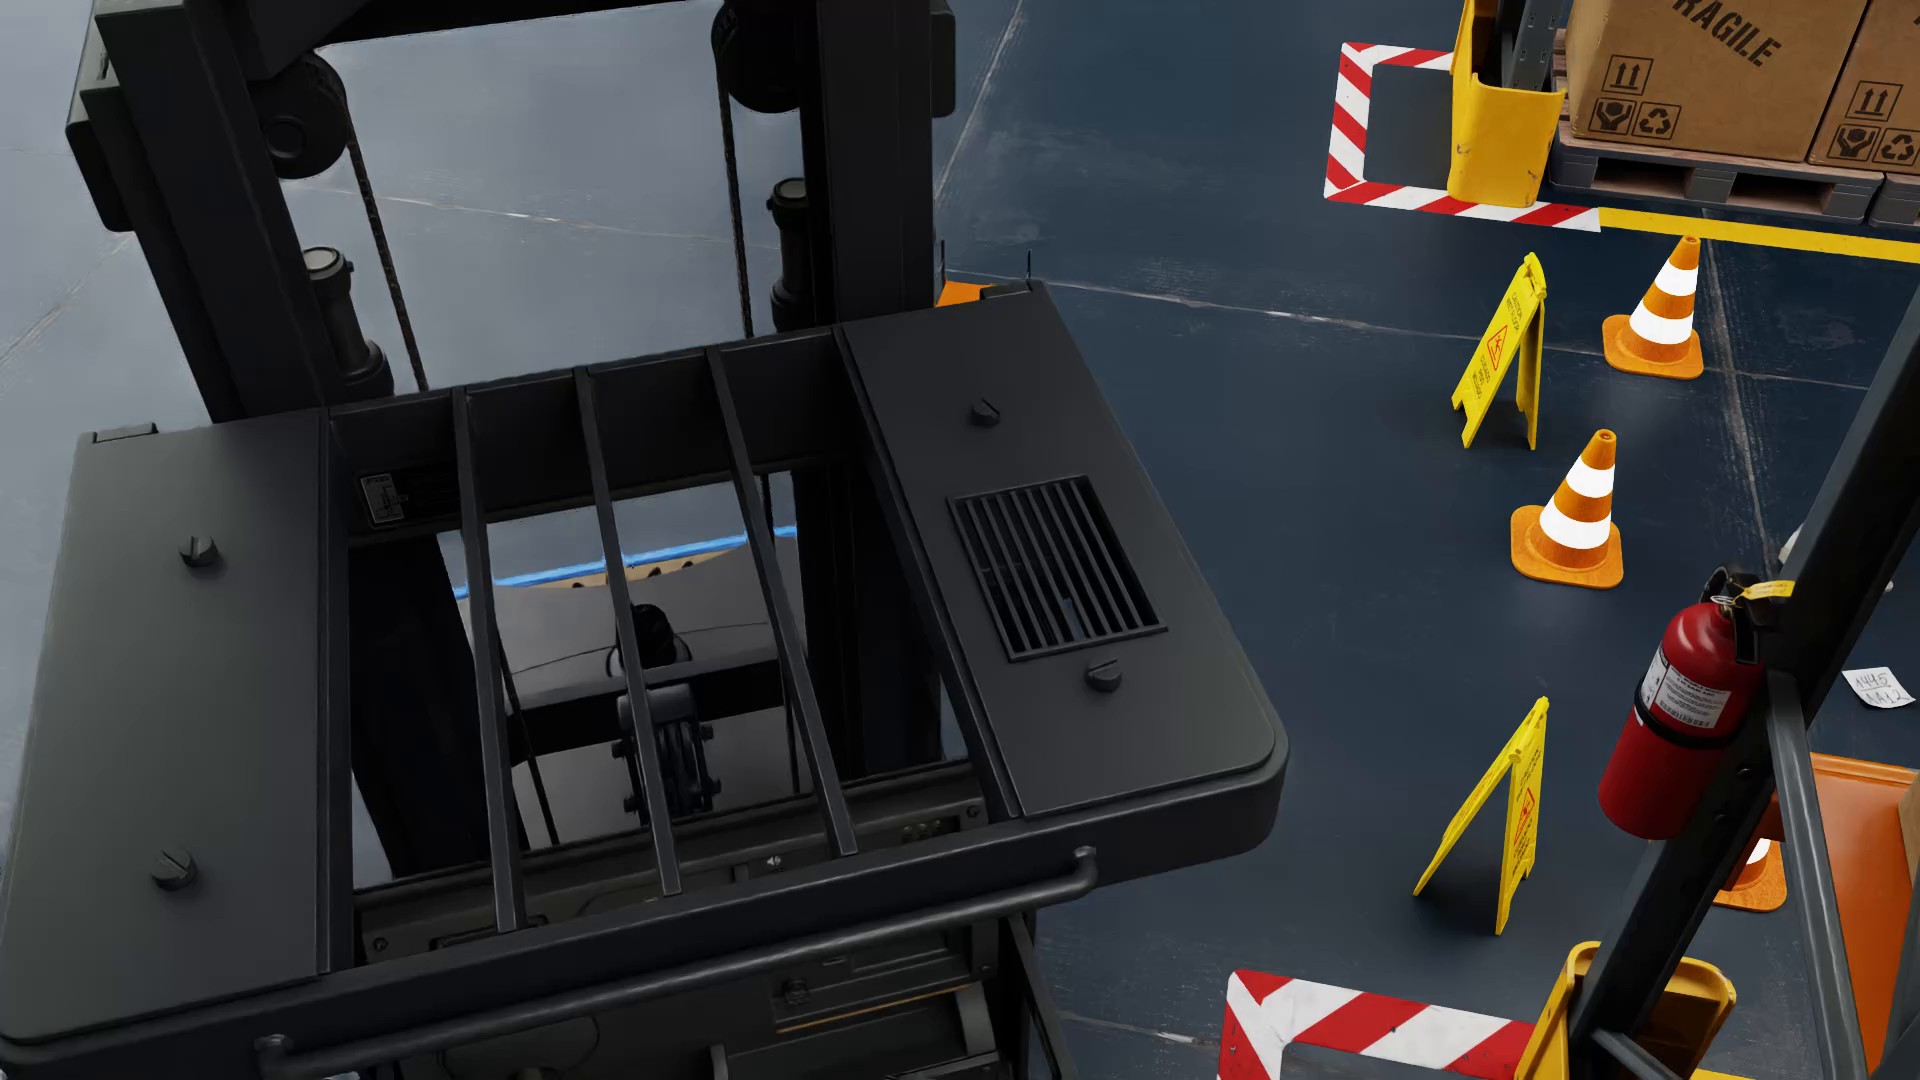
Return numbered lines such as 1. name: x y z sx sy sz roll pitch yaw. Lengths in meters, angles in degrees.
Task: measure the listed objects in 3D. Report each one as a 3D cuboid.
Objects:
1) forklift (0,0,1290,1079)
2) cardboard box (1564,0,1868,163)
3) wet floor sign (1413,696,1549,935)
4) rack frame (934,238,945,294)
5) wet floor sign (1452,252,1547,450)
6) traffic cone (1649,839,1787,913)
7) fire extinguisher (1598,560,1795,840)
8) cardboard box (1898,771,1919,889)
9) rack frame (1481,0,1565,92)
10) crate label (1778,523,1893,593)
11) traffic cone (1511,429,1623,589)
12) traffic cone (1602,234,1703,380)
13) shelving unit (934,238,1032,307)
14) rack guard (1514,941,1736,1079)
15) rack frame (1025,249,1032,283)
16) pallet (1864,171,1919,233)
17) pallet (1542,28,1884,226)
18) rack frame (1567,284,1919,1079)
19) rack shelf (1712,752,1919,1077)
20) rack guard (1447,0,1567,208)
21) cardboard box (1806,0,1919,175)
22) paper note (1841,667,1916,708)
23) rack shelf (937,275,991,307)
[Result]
1. forklift: -0.341 0.731 2.377 1.130 2.935 3.031 -11 45 -11
2. cardboard box: 2.949 -2.138 6.538 0.875 0.875 0.875 9 45 9
3. wet floor sign: 1.339 0.650 4.109 0.232 0.644 0.267 24 49 23
4. rack frame: -0.067 -0.389 4.897 0.008 1.050 0.200 9 45 9
5. wet floor sign: 1.812 -0.626 5.436 0.232 0.644 0.267 2 44 2
6. traffic cone: 1.992 0.661 4.230 0.334 0.463 0.336 9 45 9
7. fire extinguisher: 1.279 0.254 2.879 0.183 0.674 0.296 9 45 9
8. cardboard box: 1.702 0.557 2.689 0.250 0.149 0.380 10 45 10
9. rack frame: 2.273 -2.810 6.007 0.127 3.000 1.000 9 45 9
10. crate label: 2.683 0.053 5.096 0.298 0.136 0.250 -12 45 -12
11. traffic cone: 1.902 -0.142 5.063 0.334 0.463 0.336 9 45 9
12. traffic cone: 2.481 -0.855 5.805 0.334 0.463 0.336 9 45 9
13. shelving unit: 0.052 -0.370 4.878 0.252 1.050 0.215 9 45 9
14. rack guard: 1.365 1.467 3.365 0.348 0.500 1.175 9 45 9
15. rack frame: 0.171 -0.352 4.858 0.008 1.050 0.200 9 45 9
16. pallet: 4.257 -1.551 6.709 1.213 0.211 1.003 9 45 9
17. pallet: 3.070 -1.737 6.903 1.213 0.211 1.003 9 45 9
18. rack frame: 1.290 0.557 2.508 0.053 2.616 0.949 9 45 9
19. rack shelf: 3.242 1.117 2.445 4.000 0.370 1.077 9 45 9
20. rack guard: 2.249 -1.913 6.877 0.348 0.500 1.175 9 45 9
21. cardboard box: 3.808 -2.006 6.401 0.875 0.875 0.875 8 45 8
22. paper note: 2.648 0.421 4.791 0.142 0.019 0.148 -5 44 -5
23. rack shelf: 0.052 -0.567 4.688 0.240 0.259 0.215 9 45 9
